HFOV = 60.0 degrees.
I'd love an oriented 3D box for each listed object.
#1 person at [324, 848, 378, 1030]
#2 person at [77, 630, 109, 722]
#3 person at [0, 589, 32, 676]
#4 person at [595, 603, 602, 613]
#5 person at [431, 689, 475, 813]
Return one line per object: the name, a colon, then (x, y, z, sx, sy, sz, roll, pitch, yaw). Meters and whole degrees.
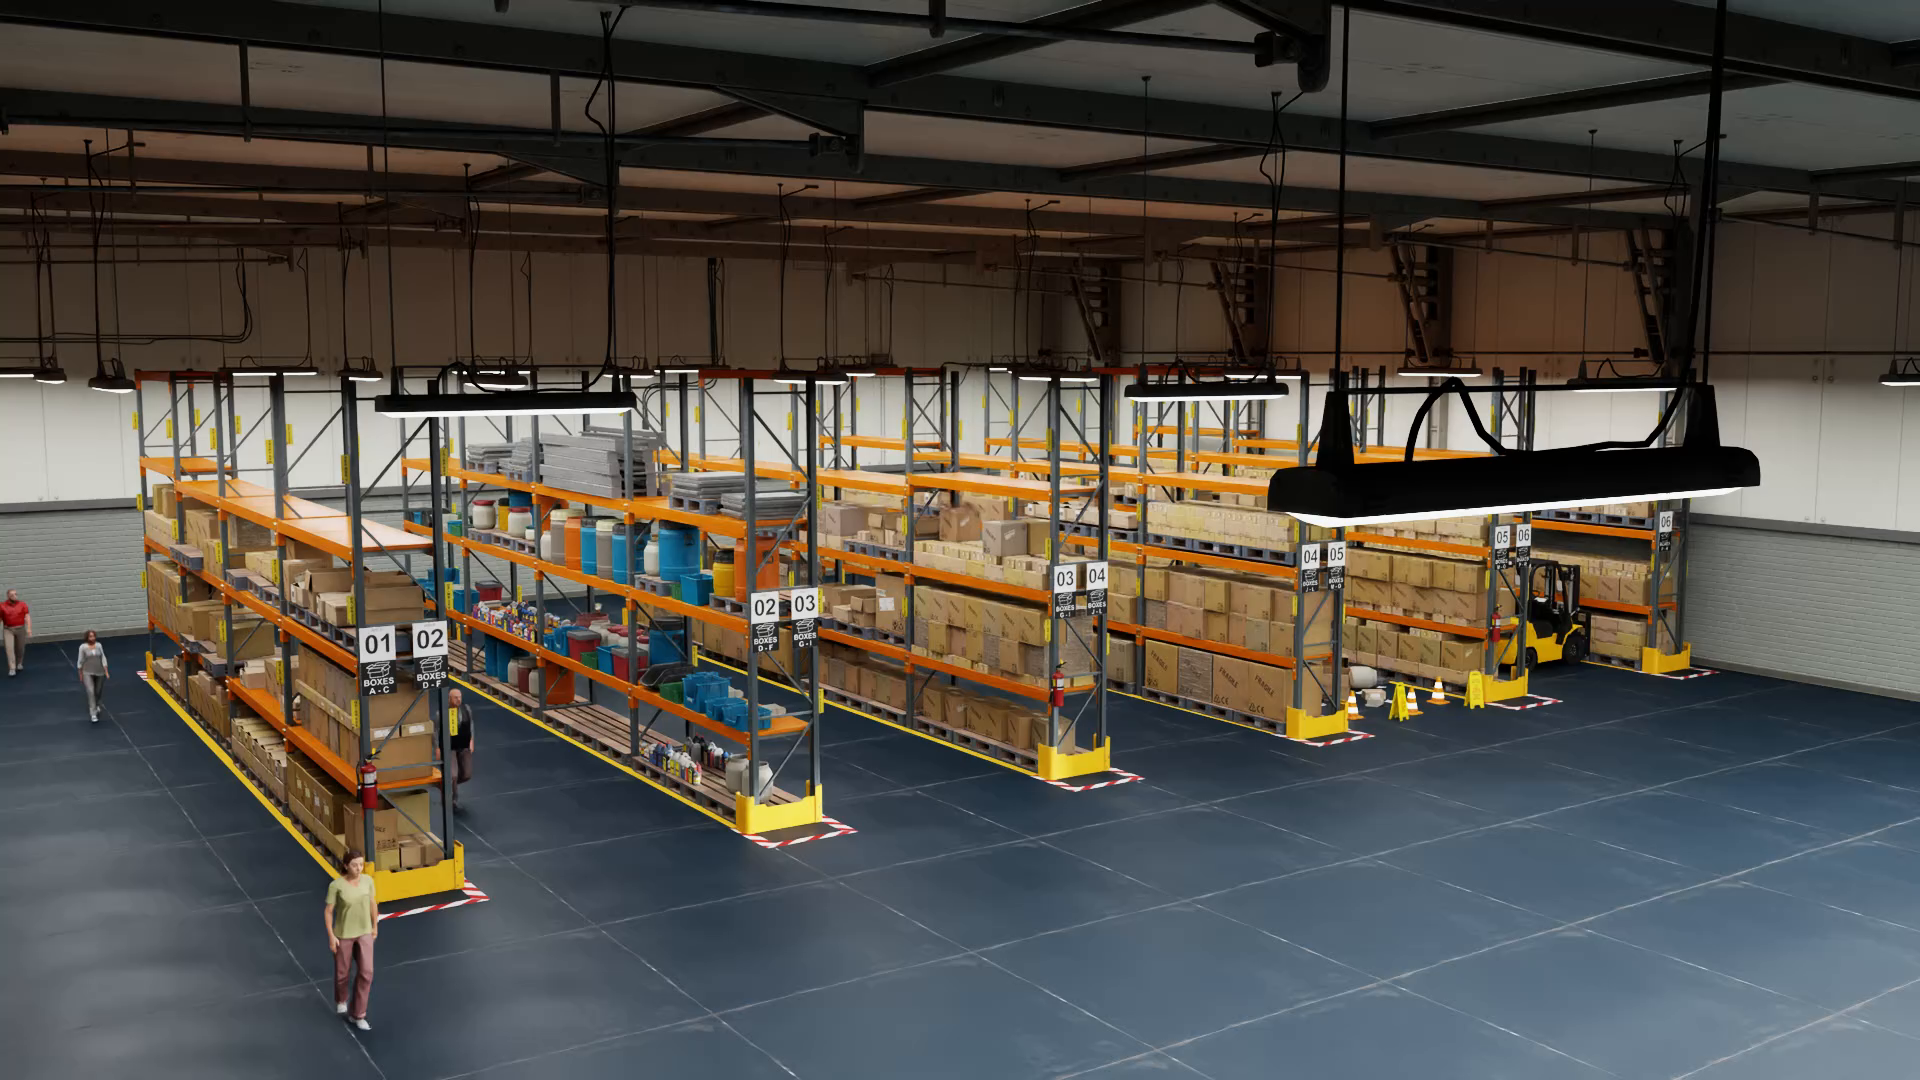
person: (-5.748, 3.770, 15.767, 0.518, 1.675, 0.660, -5, 8, -38)
person: (-14.957, 2.307, 28.687, 0.448, 1.540, 0.972, -5, 8, -35)
person: (-18.587, 1.793, 32.666, 0.611, 1.649, 1.087, -5, 8, -39)
person: (-6.954, 1.967, 31.686, 0.568, 1.602, 0.740, -3, 7, -24)
person: (-7.072, 2.889, 23.131, 0.624, 1.704, 0.632, -6, 9, -44)
